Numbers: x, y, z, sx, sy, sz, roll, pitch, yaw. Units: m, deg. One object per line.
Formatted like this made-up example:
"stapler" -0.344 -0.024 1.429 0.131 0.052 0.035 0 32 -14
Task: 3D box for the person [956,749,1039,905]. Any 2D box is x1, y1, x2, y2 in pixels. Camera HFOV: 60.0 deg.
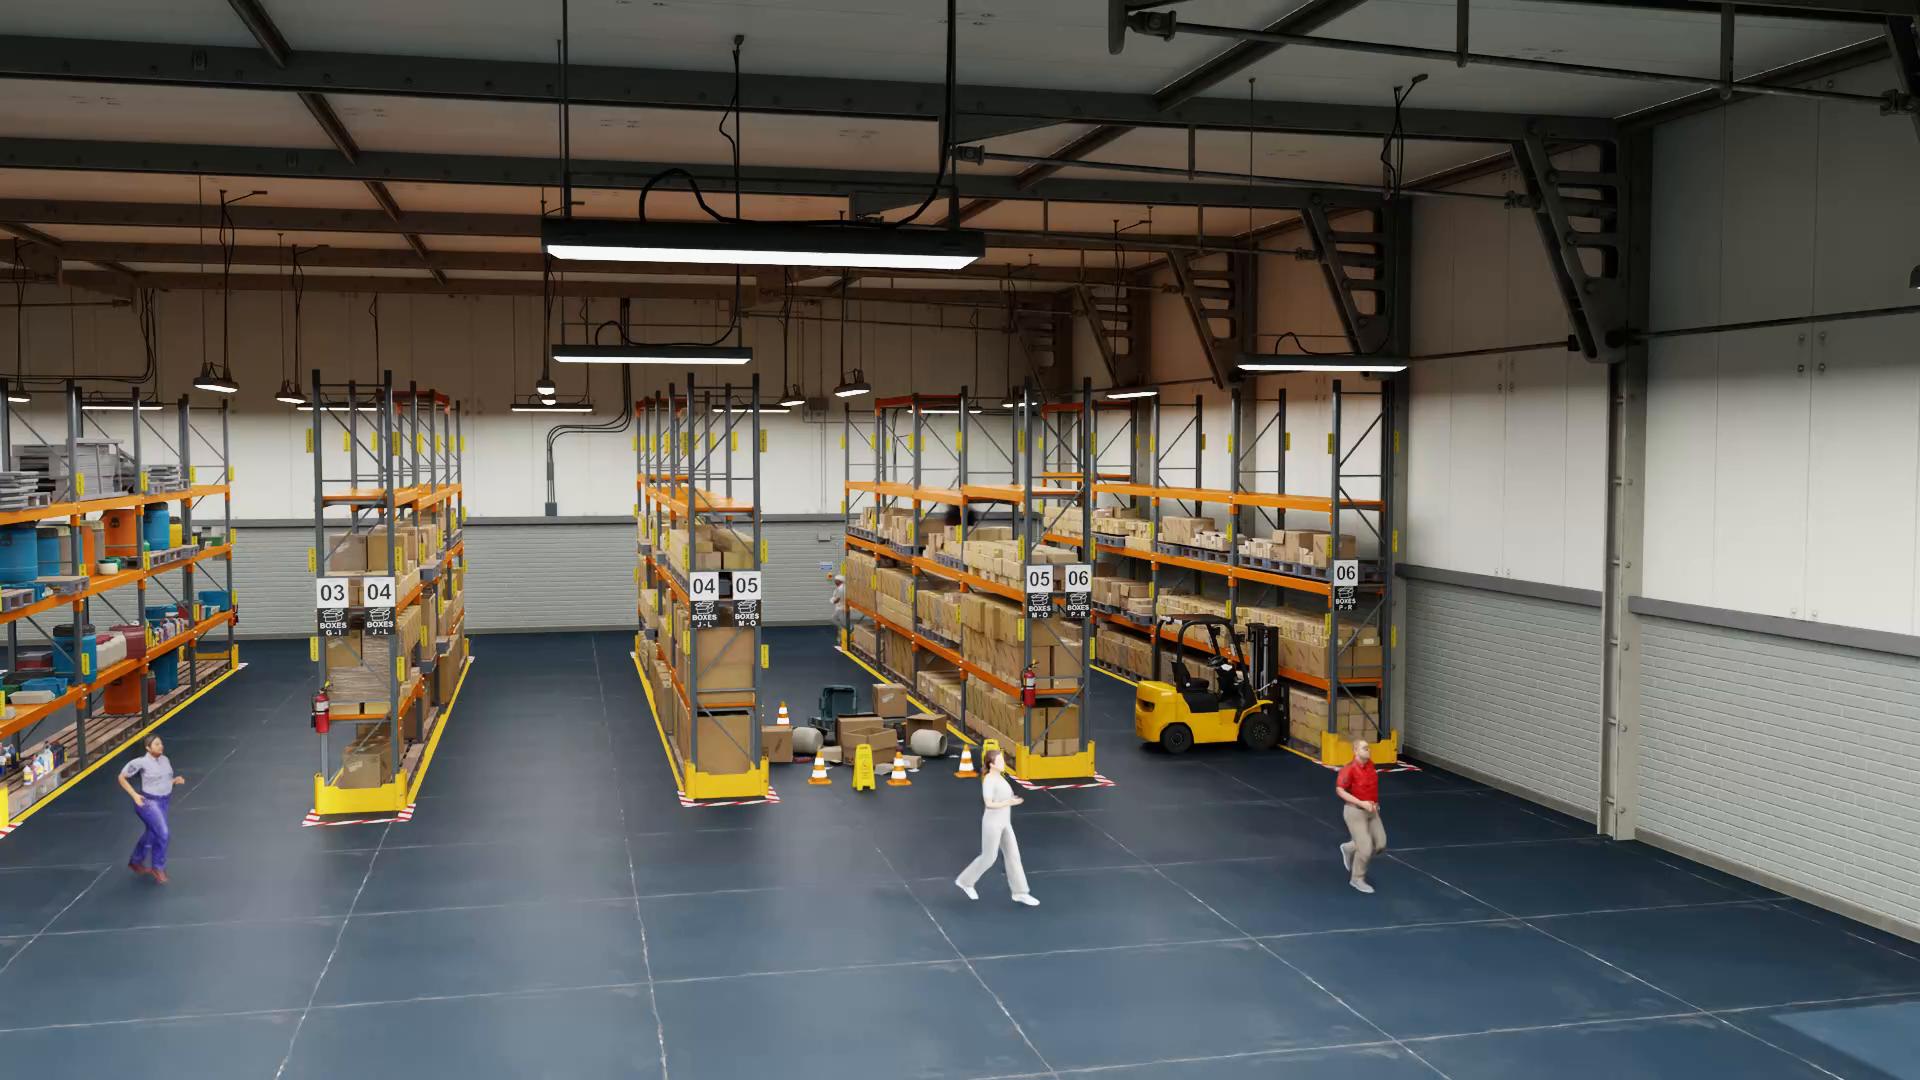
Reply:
"person" 0.401 3.088 17.958 0.941 1.662 0.564 1 4 24

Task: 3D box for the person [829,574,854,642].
"person" -2.947 1.733 41.666 0.668 1.774 0.707 0 3 2

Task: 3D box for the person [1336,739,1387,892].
"person" 4.508 3.088 18.751 0.697 1.693 0.627 -3 4 -41

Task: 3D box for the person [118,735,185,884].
"person" -9.261 3.090 19.104 0.729 1.710 0.584 1 3 10
